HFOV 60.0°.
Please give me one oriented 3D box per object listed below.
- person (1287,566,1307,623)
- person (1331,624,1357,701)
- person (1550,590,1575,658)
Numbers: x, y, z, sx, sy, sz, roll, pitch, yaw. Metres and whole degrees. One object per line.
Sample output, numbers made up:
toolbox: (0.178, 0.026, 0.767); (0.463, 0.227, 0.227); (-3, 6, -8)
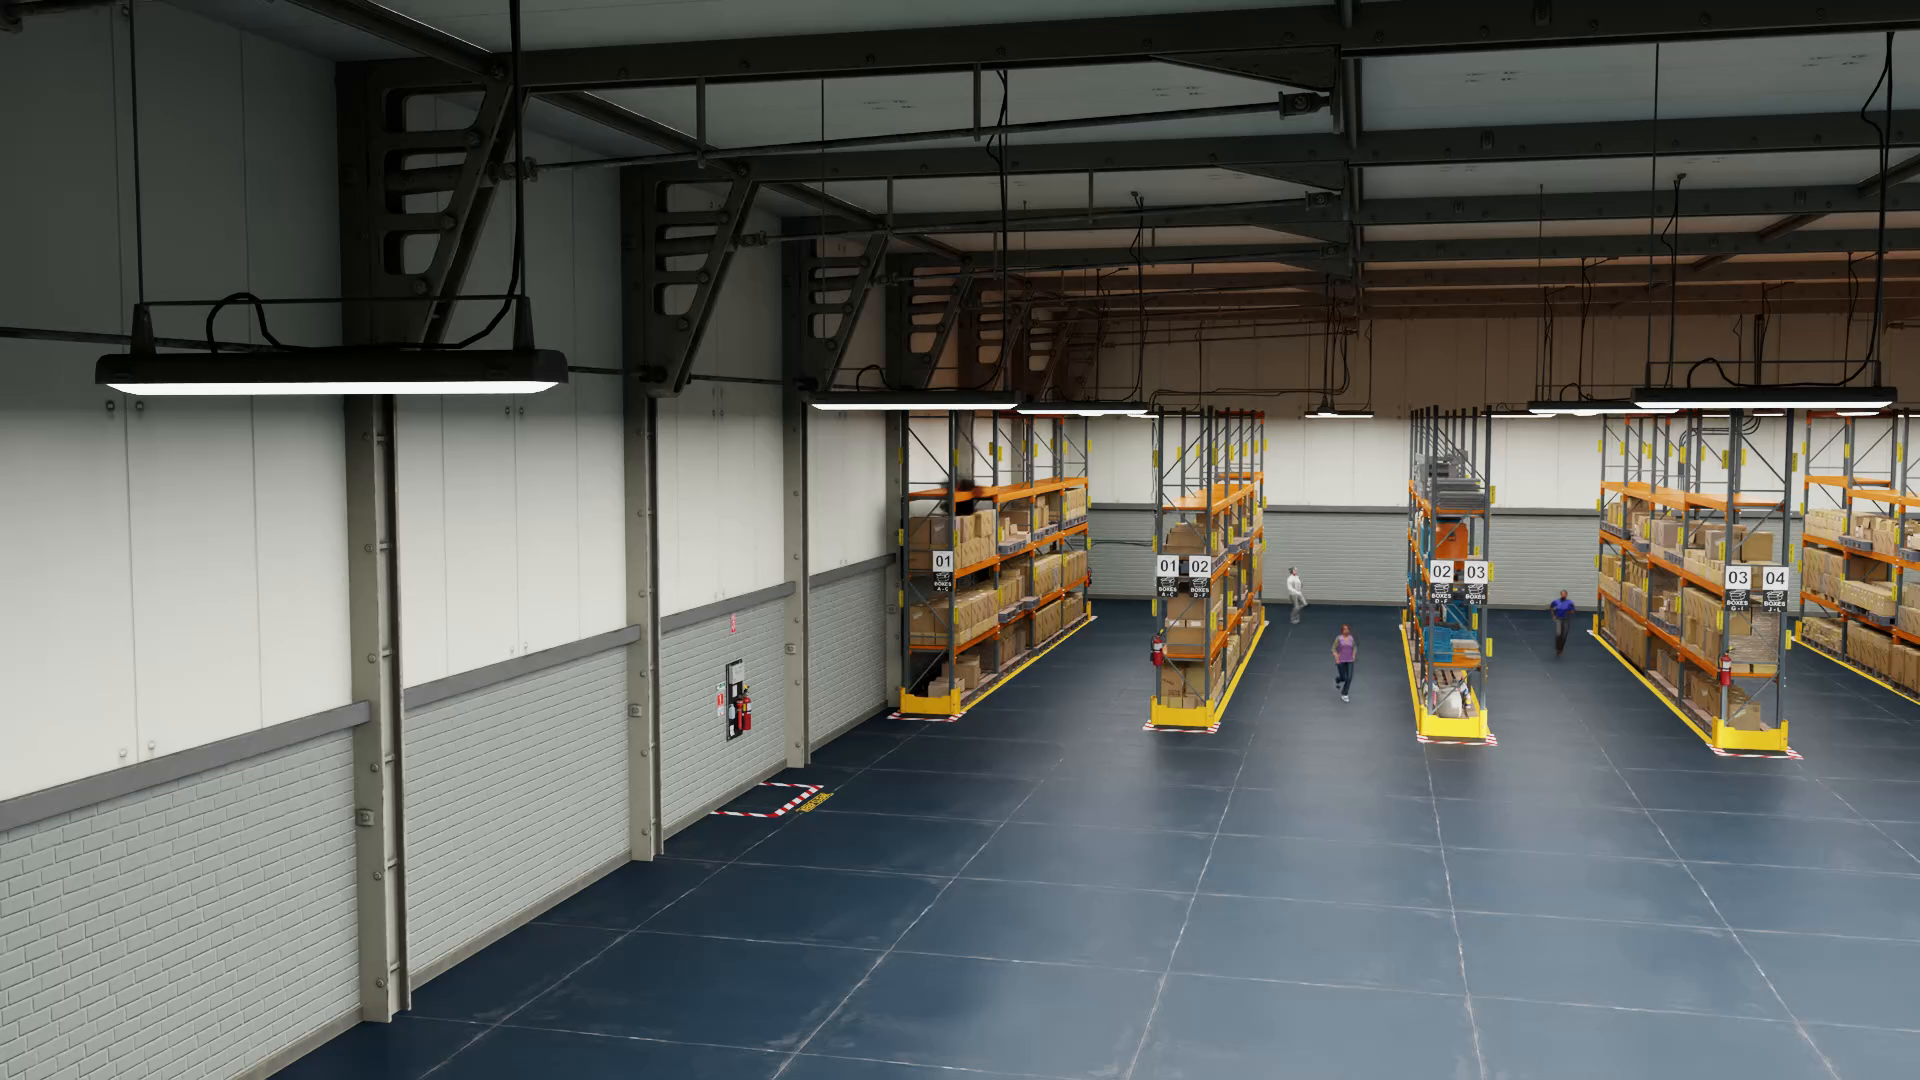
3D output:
person: (9.497, 1.540, 46.896); (0.606, 1.631, 0.550); (-4, 5, -41)
person: (7.907, 2.503, 34.206); (0.535, 1.563, 0.573); (0, 4, -4)
person: (14.583, 2.027, 40.253); (0.559, 1.671, 0.755); (1, 4, 12)
